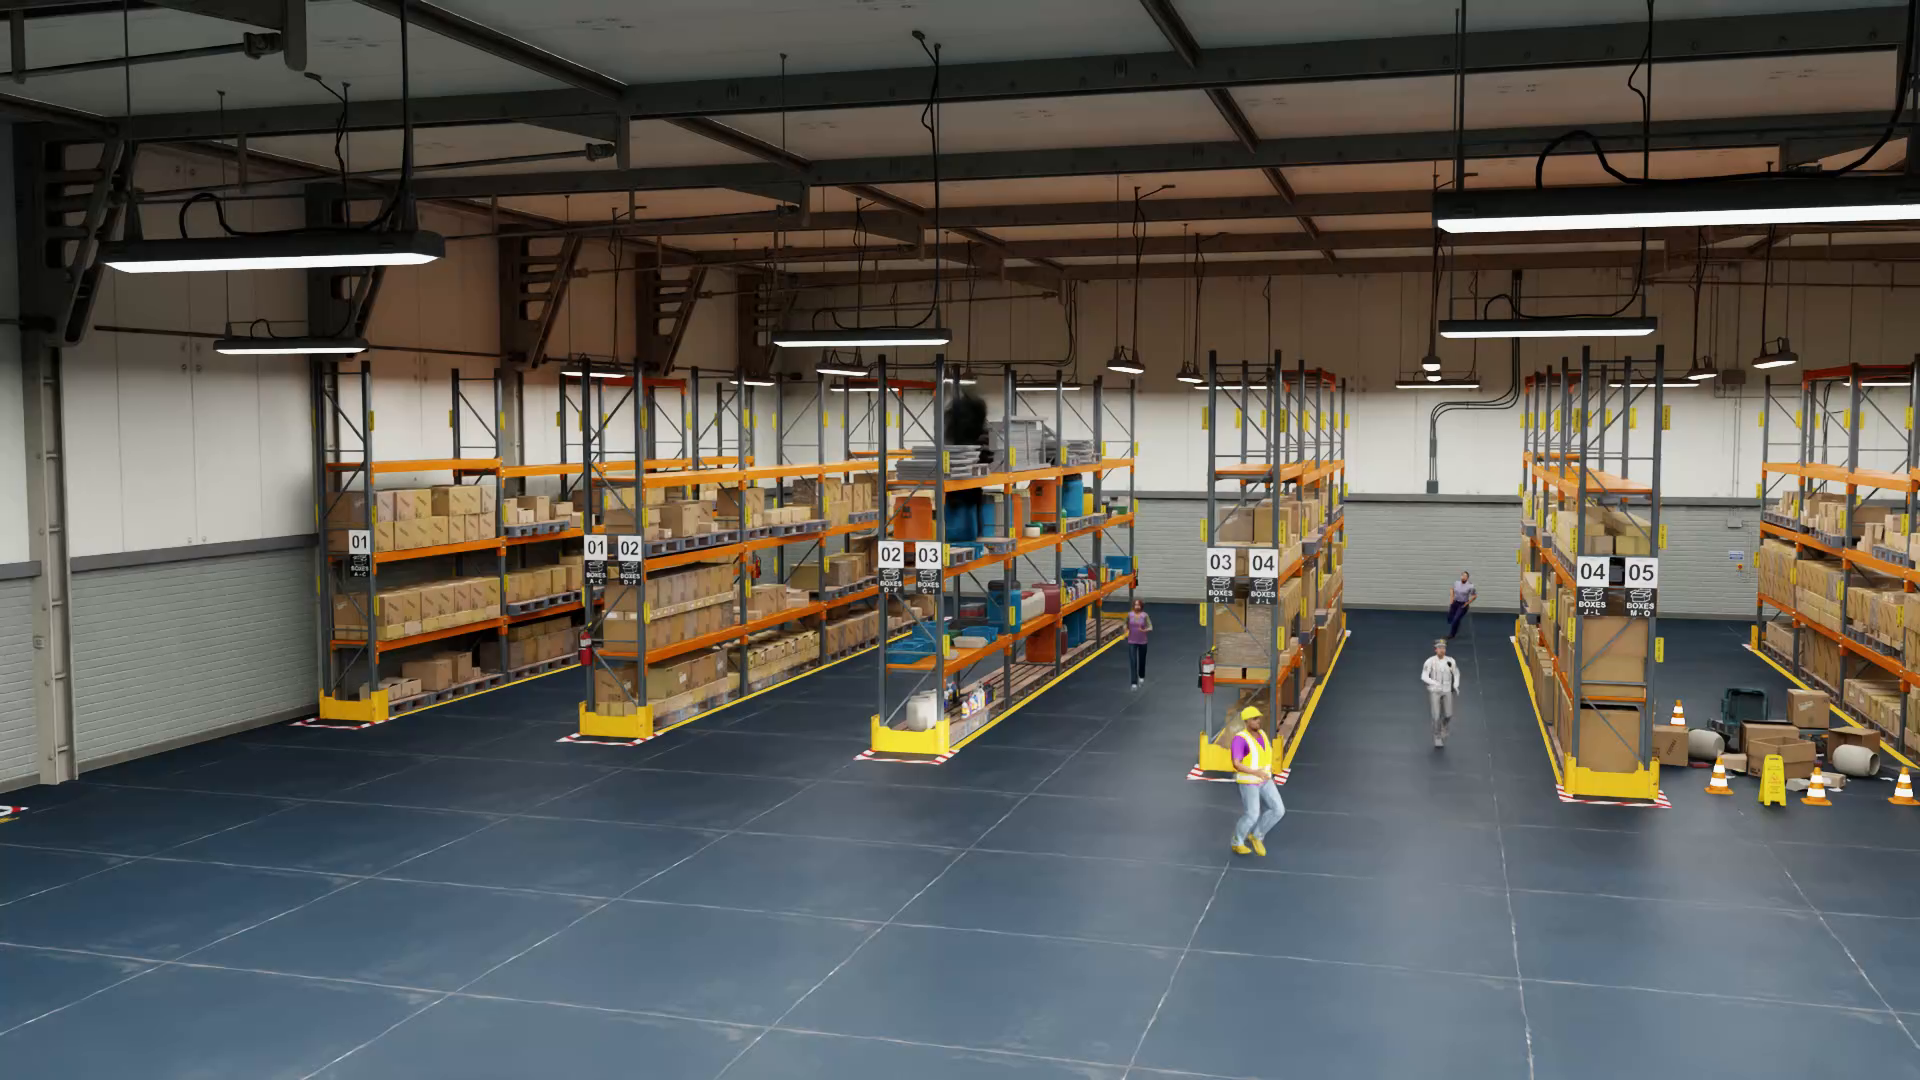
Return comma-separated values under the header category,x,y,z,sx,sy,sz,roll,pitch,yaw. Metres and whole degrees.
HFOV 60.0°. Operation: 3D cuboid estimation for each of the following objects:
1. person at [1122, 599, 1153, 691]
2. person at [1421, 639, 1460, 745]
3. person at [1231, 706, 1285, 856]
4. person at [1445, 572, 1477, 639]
category,x,y,z,sx,sy,sz,roll,pitch,yaw
person,3.120,1.831,29.293,0.543,1.594,0.817,1,4,9
person,7.419,2.348,25.609,0.604,1.659,0.530,1,4,7
person,3.405,2.773,19.097,0.712,1.737,0.653,-3,5,-40
person,11.561,1.497,38.278,0.700,1.565,0.632,4,5,41
